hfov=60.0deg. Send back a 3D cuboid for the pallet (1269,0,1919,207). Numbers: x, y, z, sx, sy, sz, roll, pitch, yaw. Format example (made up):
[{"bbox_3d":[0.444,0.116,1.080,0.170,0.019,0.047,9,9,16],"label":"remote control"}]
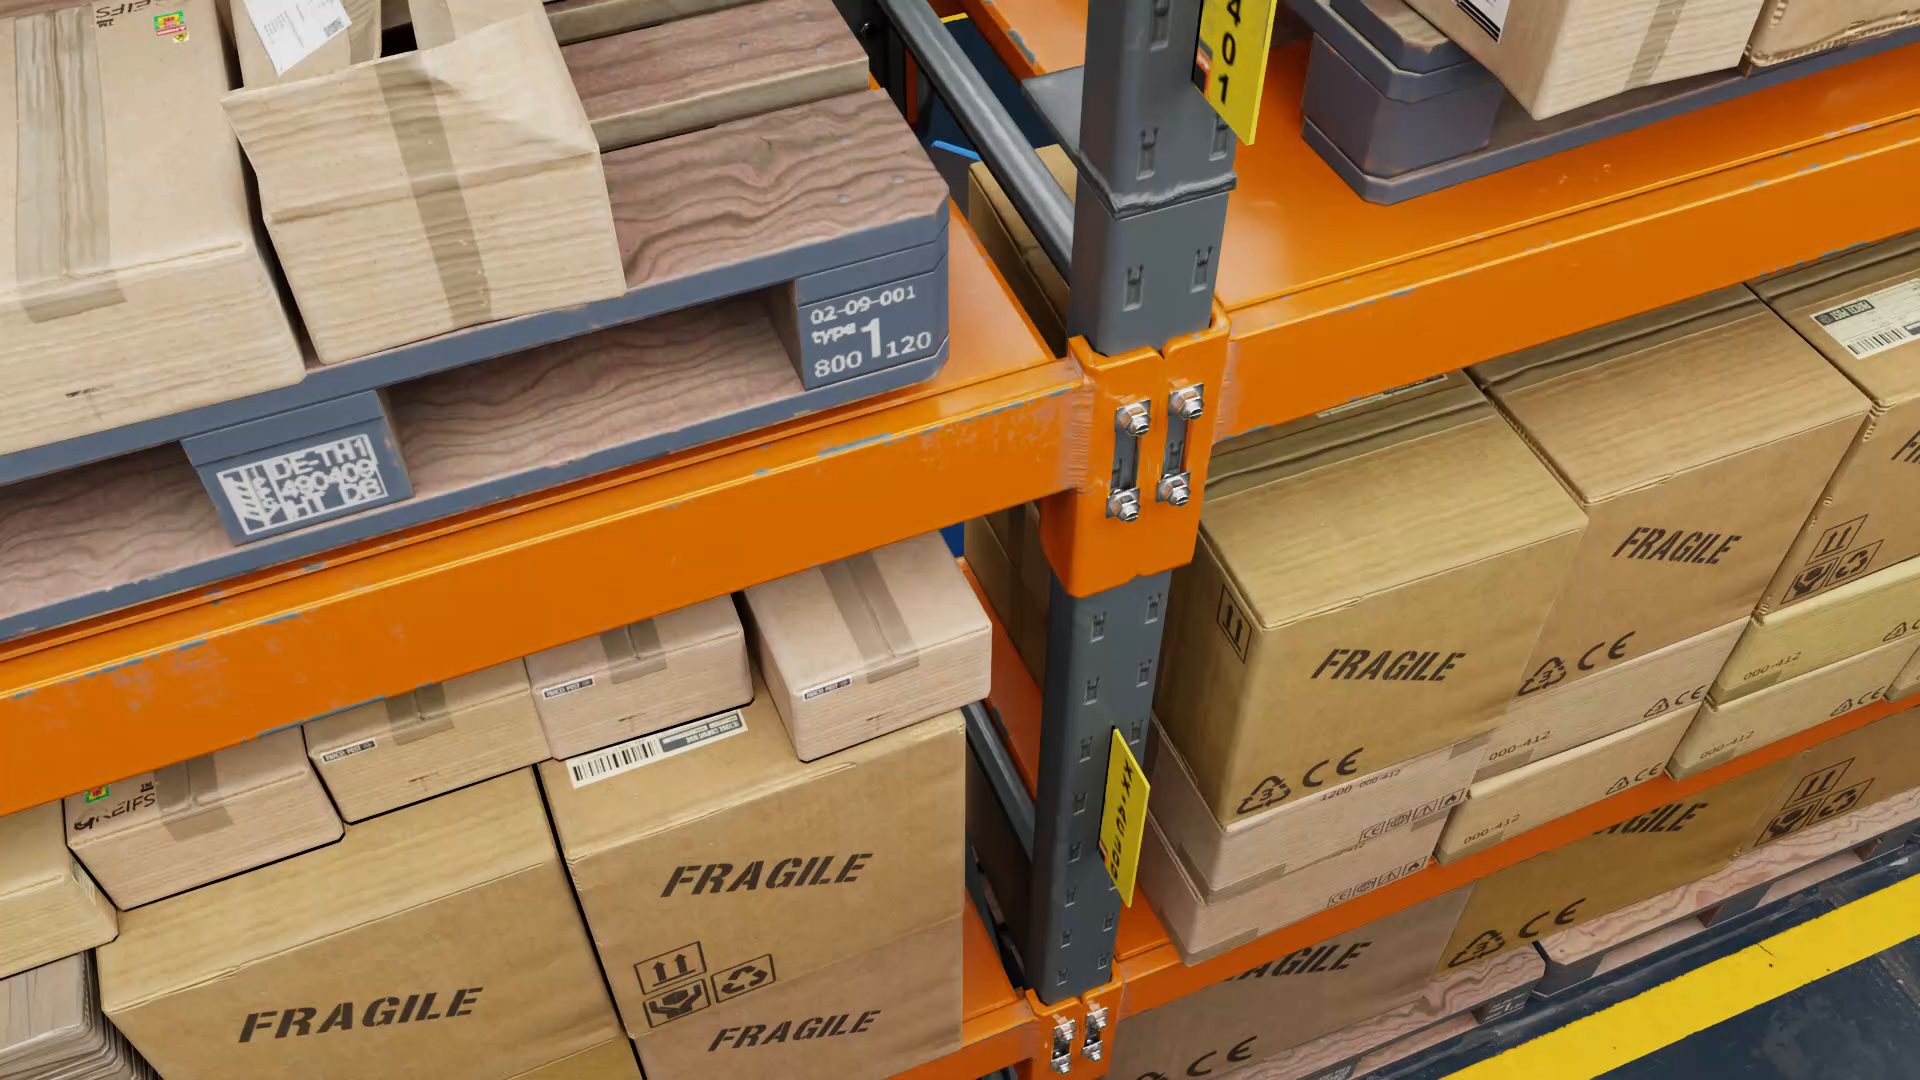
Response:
[{"bbox_3d":[0.845,-0.902,2.197,1.217,0.209,0.805,-19,52,-16],"label":"pallet"}]

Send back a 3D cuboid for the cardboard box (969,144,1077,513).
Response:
[{"bbox_3d":[0.333,-0.353,2.851,0.500,0.500,0.500,-16,51,-13],"label":"cardboard box"}]

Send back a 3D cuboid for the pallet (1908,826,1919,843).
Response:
[{"bbox_3d":[2.959,0.245,4.901,1.213,0.211,1.003,-17,52,-14],"label":"pallet"}]

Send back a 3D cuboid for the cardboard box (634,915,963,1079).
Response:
[{"bbox_3d":[-0.318,0.590,2.700,0.500,0.500,0.500,-17,51,-14],"label":"cardboard box"}]

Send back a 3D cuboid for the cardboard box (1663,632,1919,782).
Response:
[{"bbox_3d":[1.481,0.133,3.257,0.500,0.250,0.500,-18,52,-15],"label":"cardboard box"}]

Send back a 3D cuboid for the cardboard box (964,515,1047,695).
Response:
[{"bbox_3d":[0.335,0.053,3.326,0.500,0.250,0.500,-18,52,-15],"label":"cardboard box"}]

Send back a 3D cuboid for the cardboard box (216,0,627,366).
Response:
[{"bbox_3d":[-0.455,-0.385,1.372,0.258,0.266,0.396,-16,51,-13],"label":"cardboard box"}]

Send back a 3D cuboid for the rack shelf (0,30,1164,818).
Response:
[{"bbox_3d":[-1.837,0.141,1.649,4.000,0.370,1.077,-17,52,-14],"label":"rack shelf"}]

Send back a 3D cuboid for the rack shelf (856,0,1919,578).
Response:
[{"bbox_3d":[1.866,-1.006,2.634,4.000,0.370,1.077,-17,52,-14],"label":"rack shelf"}]

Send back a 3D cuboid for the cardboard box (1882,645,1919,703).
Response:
[{"bbox_3d":[1.947,-0.004,3.375,0.500,0.250,0.500,-18,52,-15],"label":"cardboard box"}]

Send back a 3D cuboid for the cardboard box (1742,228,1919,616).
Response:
[{"bbox_3d":[1.457,-0.280,2.788,0.500,0.500,0.500,-18,52,-15],"label":"cardboard box"}]

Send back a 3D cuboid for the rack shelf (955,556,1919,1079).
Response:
[{"bbox_3d":[1.866,-0.029,3.772,4.000,0.370,1.077,-17,52,-14],"label":"rack shelf"}]

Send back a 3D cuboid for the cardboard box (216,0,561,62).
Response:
[{"bbox_3d":[-0.609,-0.848,1.615,0.500,0.500,0.500,-16,51,-14],"label":"cardboard box"}]

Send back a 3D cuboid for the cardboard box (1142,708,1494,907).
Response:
[{"bbox_3d":[0.529,0.268,2.812,0.500,0.250,0.500,-19,52,-15],"label":"cardboard box"}]

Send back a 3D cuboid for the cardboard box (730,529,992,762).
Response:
[{"bbox_3d":[-0.150,0.052,2.075,0.250,0.149,0.380,-18,52,-15],"label":"cardboard box"}]

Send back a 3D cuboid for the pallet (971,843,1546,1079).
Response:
[{"bbox_3d":[0.701,0.945,4.300,1.213,0.211,1.003,-17,52,-14],"label":"pallet"}]

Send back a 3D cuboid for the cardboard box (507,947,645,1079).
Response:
[{"bbox_3d":[-0.792,0.742,2.570,0.500,0.500,0.500,-18,52,-15],"label":"cardboard box"}]

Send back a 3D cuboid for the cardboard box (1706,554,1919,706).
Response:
[{"bbox_3d":[1.478,-0.027,3.065,0.500,0.250,0.500,-17,51,-14],"label":"cardboard box"}]

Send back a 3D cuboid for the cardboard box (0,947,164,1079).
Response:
[{"bbox_3d":[-1.258,0.574,2.055,0.500,0.500,0.500,-17,51,-14],"label":"cardboard box"}]

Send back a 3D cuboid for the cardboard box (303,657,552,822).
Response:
[{"bbox_3d":[-0.670,0.117,2.020,0.250,0.149,0.380,-17,51,-14],"label":"cardboard box"}]

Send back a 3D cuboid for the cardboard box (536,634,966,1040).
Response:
[{"bbox_3d":[-0.318,0.281,2.306,0.500,0.500,0.500,-18,52,-15],"label":"cardboard box"}]

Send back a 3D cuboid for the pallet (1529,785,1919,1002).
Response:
[{"bbox_3d":[1.832,0.592,4.603,1.213,0.211,1.003,-17,52,-14],"label":"pallet"}]

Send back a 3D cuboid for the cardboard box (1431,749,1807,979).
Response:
[{"bbox_3d":[1.392,0.367,4.081,0.875,0.875,0.875,-16,51,-13],"label":"cardboard box"}]

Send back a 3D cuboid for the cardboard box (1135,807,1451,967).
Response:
[{"bbox_3d":[0.522,0.418,3.012,0.500,0.250,0.500,-18,52,-15],"label":"cardboard box"}]

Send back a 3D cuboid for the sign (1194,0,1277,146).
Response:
[{"bbox_3d":[0.226,-0.472,1.308,0.005,0.325,0.100,-17,52,-14],"label":"sign"}]

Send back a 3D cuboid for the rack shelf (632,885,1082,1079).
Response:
[{"bbox_3d":[-1.837,1.118,2.787,4.000,0.370,1.077,-17,52,-14],"label":"rack shelf"}]

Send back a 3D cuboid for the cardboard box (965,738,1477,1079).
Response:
[{"bbox_3d":[0.559,0.632,3.854,0.875,0.875,0.875,-16,51,-13],"label":"cardboard box"}]

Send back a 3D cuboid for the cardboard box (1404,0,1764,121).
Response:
[{"bbox_3d":[0.610,-0.658,1.672,0.258,0.266,0.396,-18,52,-15],"label":"cardboard box"}]

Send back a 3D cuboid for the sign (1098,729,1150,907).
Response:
[{"bbox_3d":[0.226,0.392,2.313,0.005,0.325,0.100,-17,52,-14],"label":"sign"}]

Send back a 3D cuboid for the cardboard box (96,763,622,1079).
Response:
[{"bbox_3d":[-0.790,0.421,2.186,0.500,0.500,0.500,-18,52,-15],"label":"cardboard box"}]

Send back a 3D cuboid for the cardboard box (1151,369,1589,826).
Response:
[{"bbox_3d":[0.531,0.028,2.524,0.500,0.500,0.500,-17,51,-14],"label":"cardboard box"}]

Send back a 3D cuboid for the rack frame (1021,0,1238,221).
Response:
[{"bbox_3d":[0.015,-1.644,0.730,0.127,3.000,1.000,-17,52,-14],"label":"rack frame"}]

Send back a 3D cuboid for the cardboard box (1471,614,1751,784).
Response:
[{"bbox_3d":[1.001,0.099,2.957,0.500,0.250,0.500,-16,51,-14],"label":"cardboard box"}]

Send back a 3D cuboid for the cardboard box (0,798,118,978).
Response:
[{"bbox_3d":[-1.115,0.299,1.864,0.250,0.149,0.380,-18,52,-15],"label":"cardboard box"}]

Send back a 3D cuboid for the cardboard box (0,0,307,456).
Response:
[{"bbox_3d":[-0.700,-0.271,1.351,0.250,0.149,0.380,-16,51,-13],"label":"cardboard box"}]

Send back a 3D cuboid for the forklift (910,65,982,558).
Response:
[{"bbox_3d":[-0.925,-1.361,4.487,3.031,2.935,1.130,22,53,18],"label":"forklift"}]

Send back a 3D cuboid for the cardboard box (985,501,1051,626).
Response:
[{"bbox_3d":[0.331,-0.101,3.129,0.500,0.250,0.500,-17,52,-14],"label":"cardboard box"}]

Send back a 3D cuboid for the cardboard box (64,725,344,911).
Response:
[{"bbox_3d":[-0.897,0.202,1.947,0.250,0.149,0.380,-18,52,-15],"label":"cardboard box"}]

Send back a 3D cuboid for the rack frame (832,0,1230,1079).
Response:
[{"bbox_3d":[0.015,0.310,3.006,0.127,3.000,1.000,-17,52,-14],"label":"rack frame"}]

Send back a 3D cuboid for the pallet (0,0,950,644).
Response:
[{"bbox_3d":[-0.747,-0.411,1.707,1.213,0.211,1.003,-17,52,-14],"label":"pallet"}]

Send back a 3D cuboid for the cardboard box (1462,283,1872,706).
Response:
[{"bbox_3d":[0.991,-0.138,2.666,0.500,0.500,0.500,-17,52,-14],"label":"cardboard box"}]

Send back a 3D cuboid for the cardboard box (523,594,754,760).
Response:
[{"bbox_3d":[-0.435,0.052,2.076,0.250,0.149,0.380,-16,51,-13],"label":"cardboard box"}]

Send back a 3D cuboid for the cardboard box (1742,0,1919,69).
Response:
[{"bbox_3d":[0.940,-0.886,1.713,0.500,0.500,0.500,-18,52,-15],"label":"cardboard box"}]

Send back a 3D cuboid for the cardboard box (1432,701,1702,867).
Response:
[{"bbox_3d":[1.000,0.269,3.141,0.500,0.250,0.500,-18,52,-15],"label":"cardboard box"}]

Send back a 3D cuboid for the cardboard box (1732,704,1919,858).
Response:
[{"bbox_3d":[2.220,0.111,4.301,0.875,0.875,0.875,-17,51,-14],"label":"cardboard box"}]
